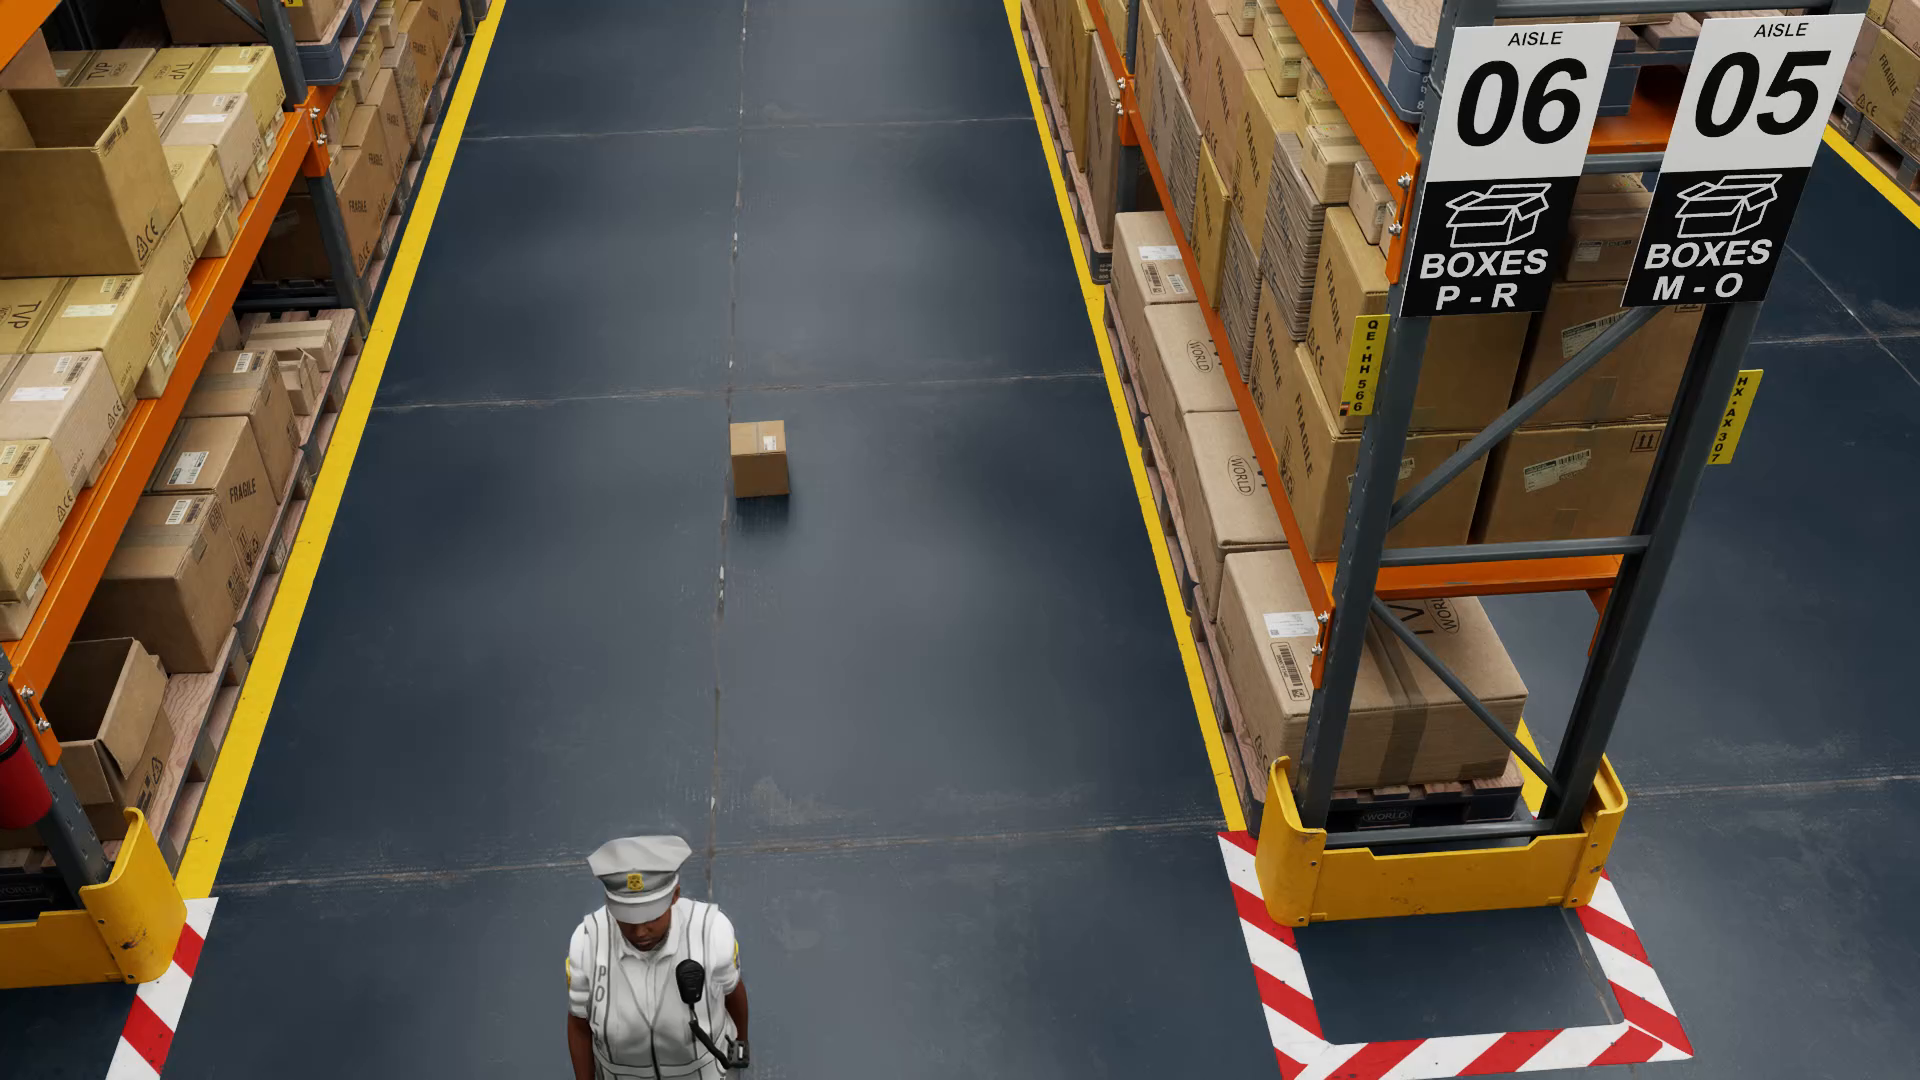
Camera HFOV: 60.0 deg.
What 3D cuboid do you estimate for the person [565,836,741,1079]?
[{"bbox_3d":[-0.784,1.379,4.438,0.441,1.643,0.937,-1,39,-2],"label":"person"}]
